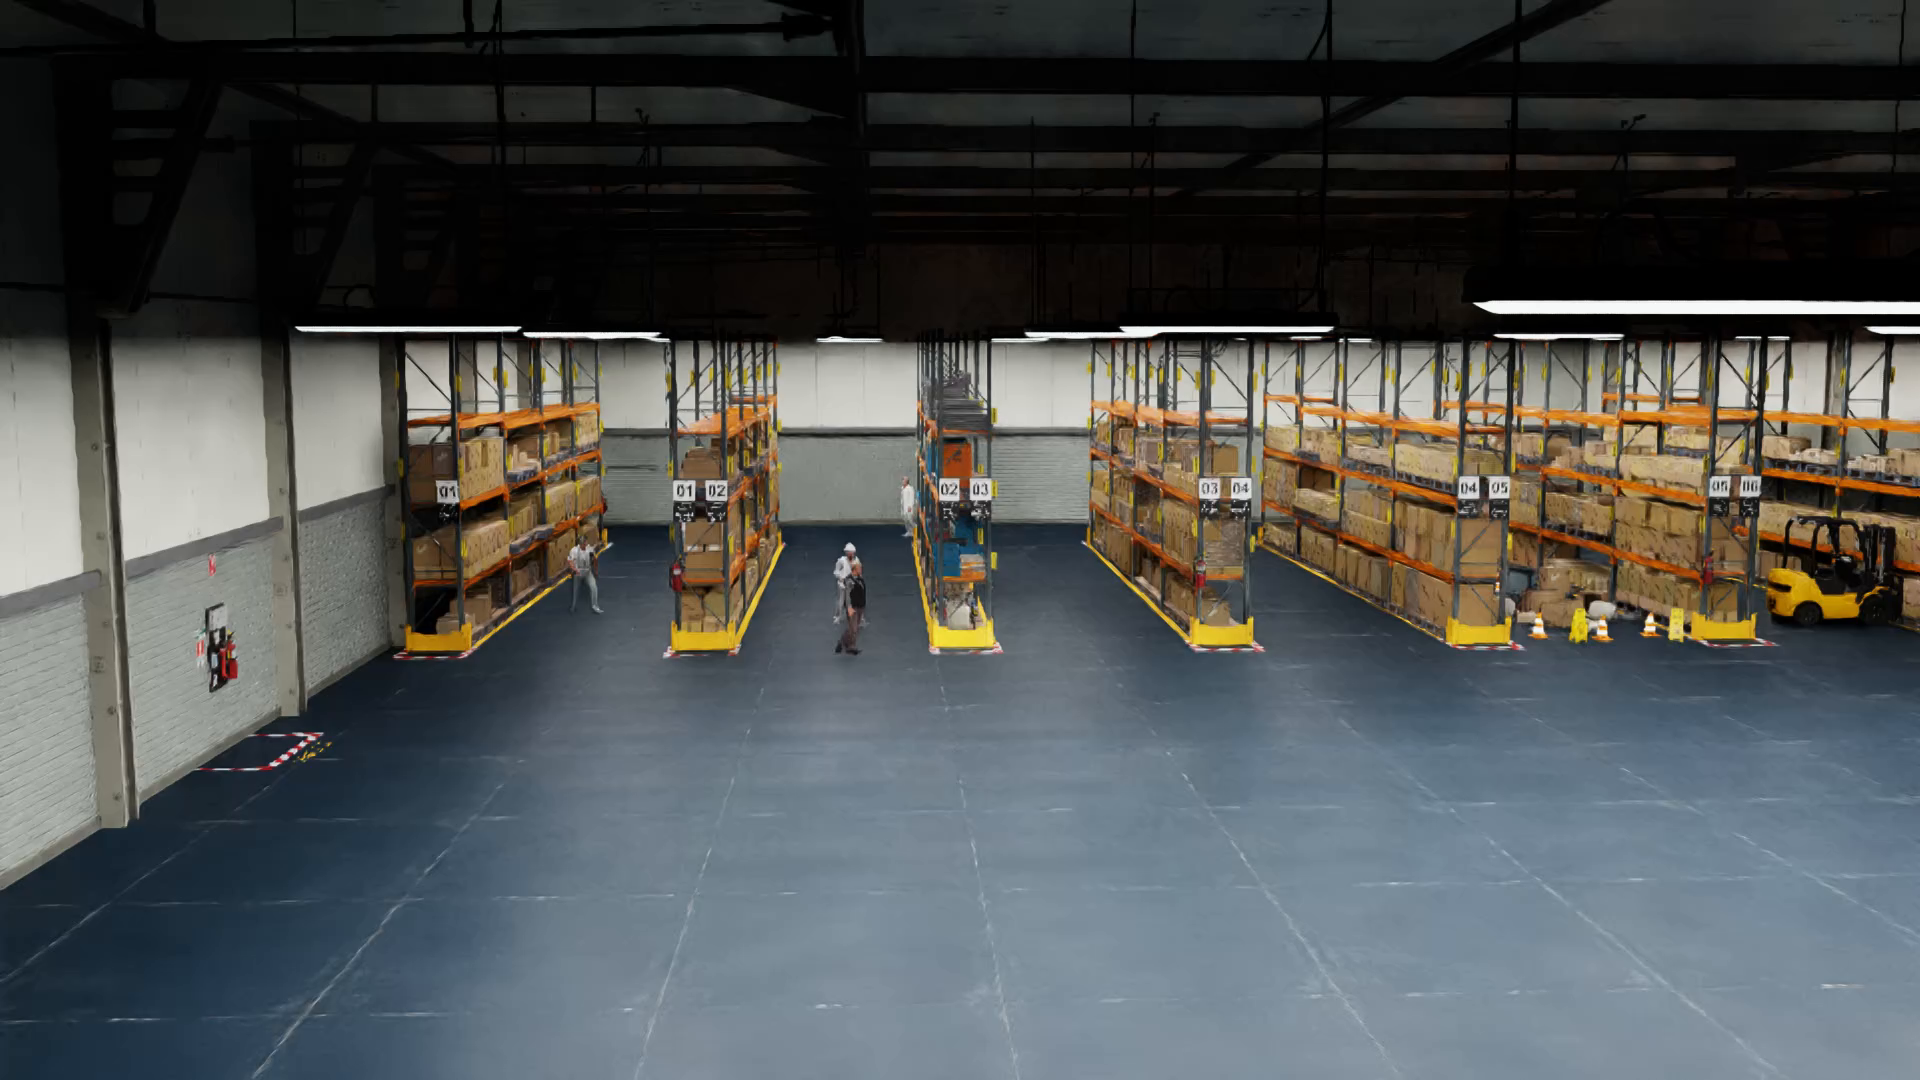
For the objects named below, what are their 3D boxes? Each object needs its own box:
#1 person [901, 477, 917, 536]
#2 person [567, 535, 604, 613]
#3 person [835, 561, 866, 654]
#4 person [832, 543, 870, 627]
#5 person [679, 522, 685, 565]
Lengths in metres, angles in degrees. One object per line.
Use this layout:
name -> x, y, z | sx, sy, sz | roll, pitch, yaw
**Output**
person -> -1.502, -0.992, 49.430 | 0.522, 1.771, 0.762 | -5, 8, -35
person -> -8.006, 0.708, 35.394 | 0.701, 1.693, 0.857 | -2, 7, -19
person -> -2.013, 1.253, 30.666 | 0.469, 1.713, 0.695 | 4, 8, 27
person -> -2.257, 0.894, 33.757 | 0.682, 1.713, 0.844 | -2, 7, -20
person -> -7.099, -0.256, 43.104 | 0.583, 1.782, 0.665 | 4, 8, 29
